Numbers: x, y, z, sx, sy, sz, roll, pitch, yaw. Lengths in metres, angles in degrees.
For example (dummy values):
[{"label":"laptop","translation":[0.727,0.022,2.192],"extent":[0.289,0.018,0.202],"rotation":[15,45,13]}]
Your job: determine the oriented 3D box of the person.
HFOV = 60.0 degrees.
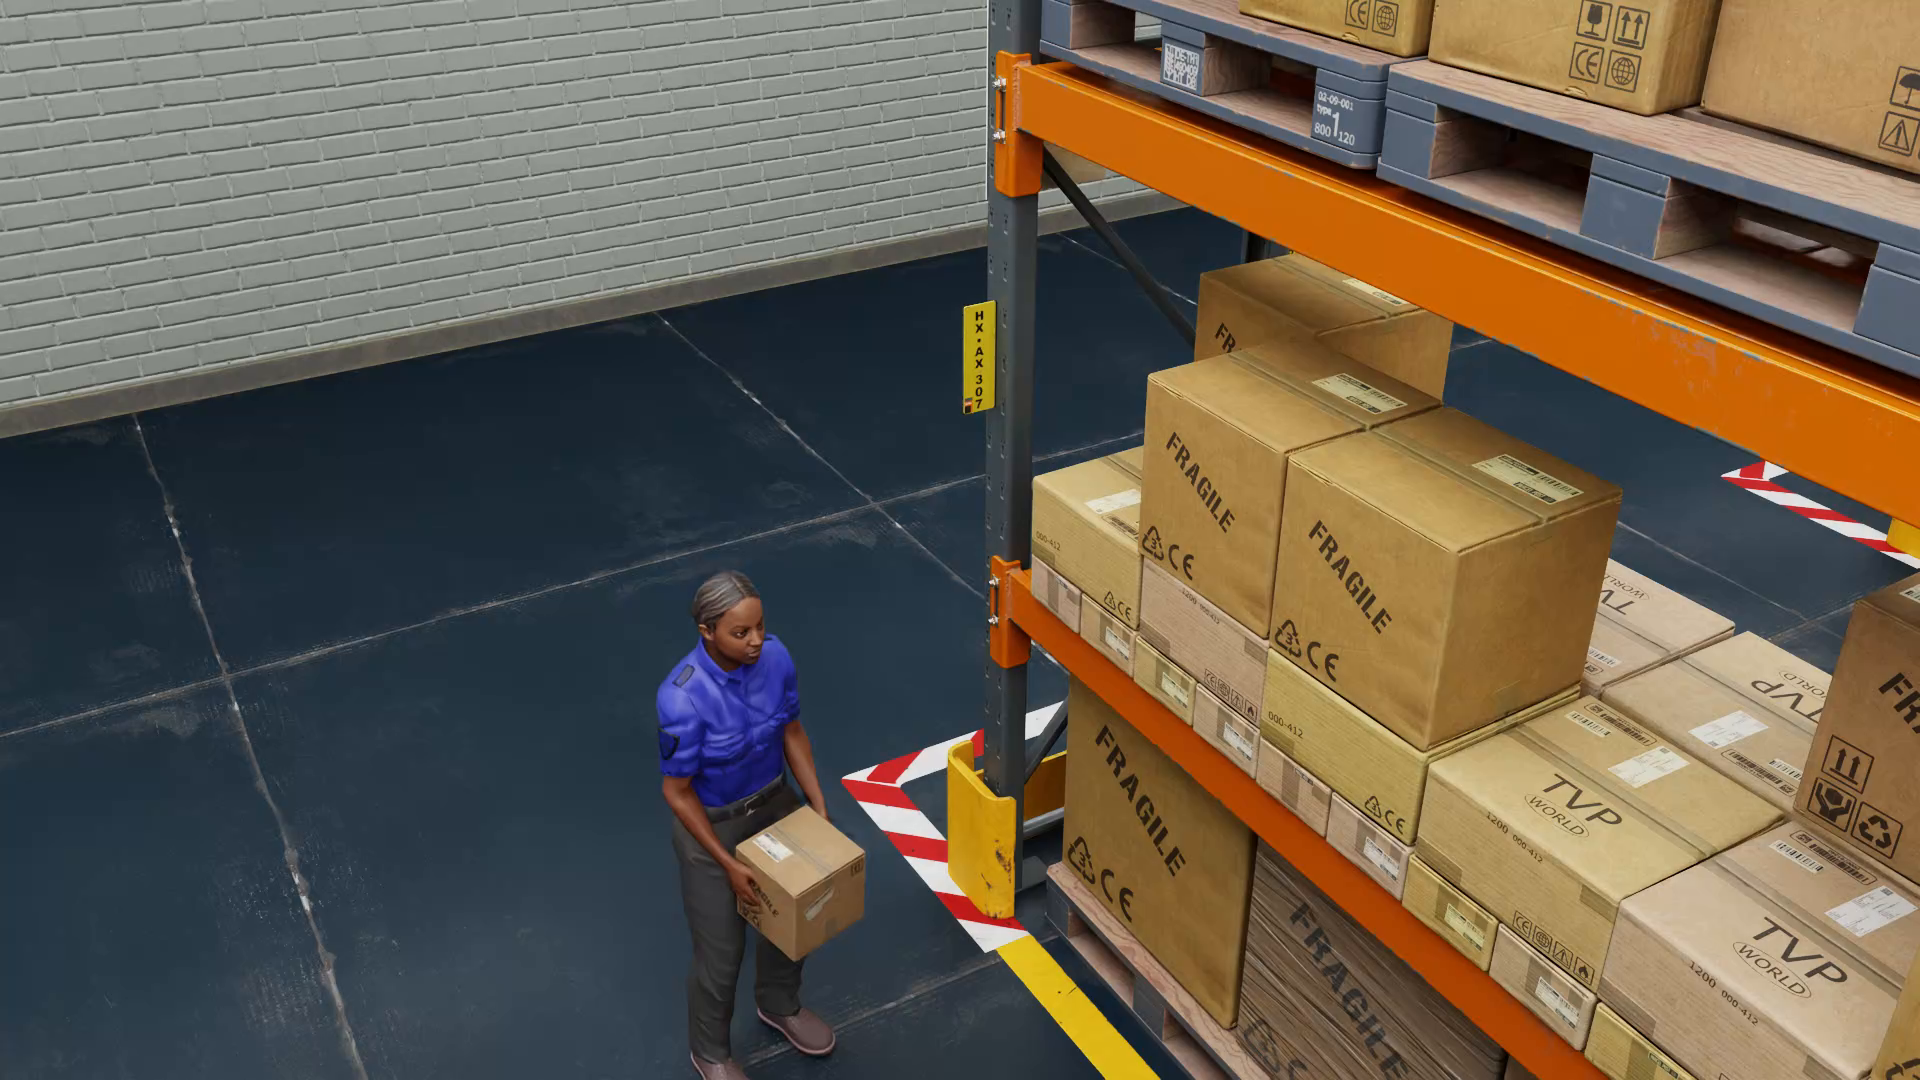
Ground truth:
[{"label":"person","translation":[-0.580,0.829,4.638],"extent":[0.405,1.663,0.479],"rotation":[26,38,38]}]
